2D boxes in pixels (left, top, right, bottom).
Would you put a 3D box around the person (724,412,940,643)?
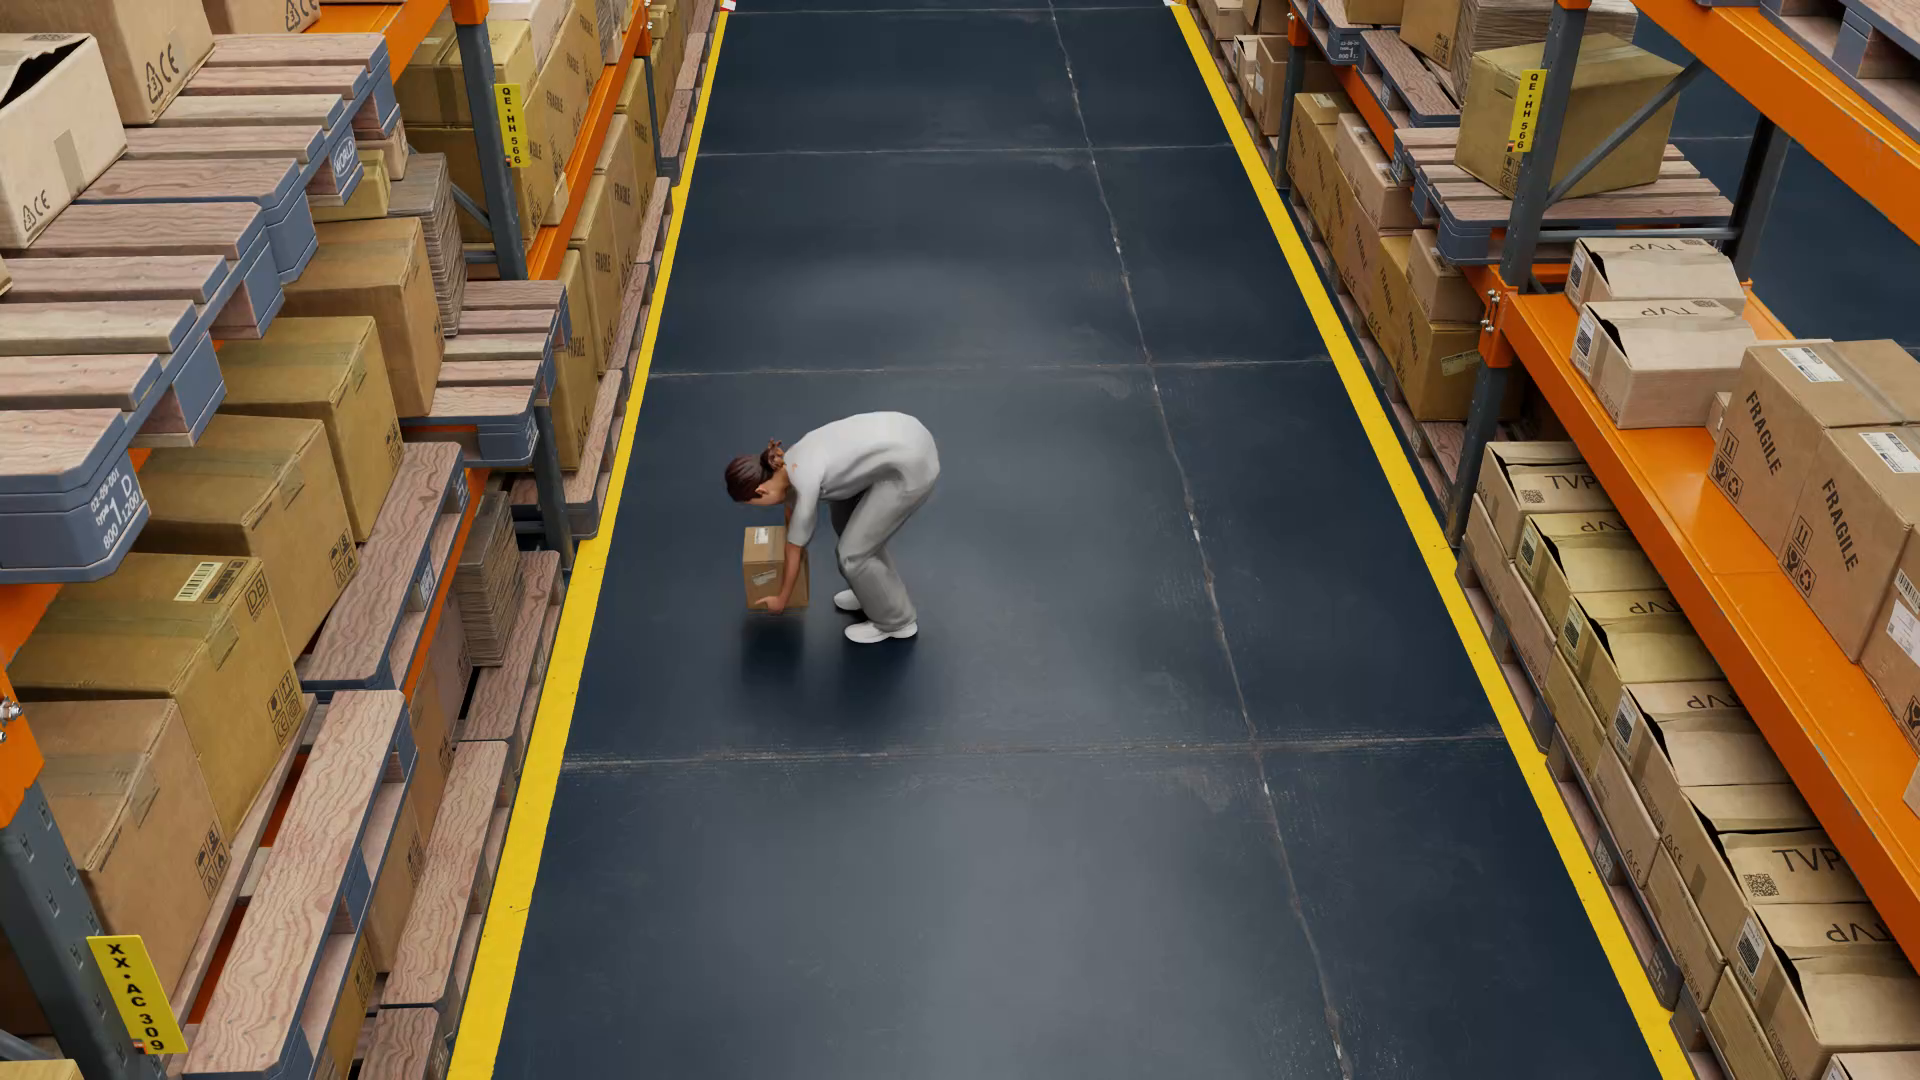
[{"bbox_3d":[-0.511,-0.049,6.822,0.860,0.972,0.448,-3,35,-4],"label":"person"}]
